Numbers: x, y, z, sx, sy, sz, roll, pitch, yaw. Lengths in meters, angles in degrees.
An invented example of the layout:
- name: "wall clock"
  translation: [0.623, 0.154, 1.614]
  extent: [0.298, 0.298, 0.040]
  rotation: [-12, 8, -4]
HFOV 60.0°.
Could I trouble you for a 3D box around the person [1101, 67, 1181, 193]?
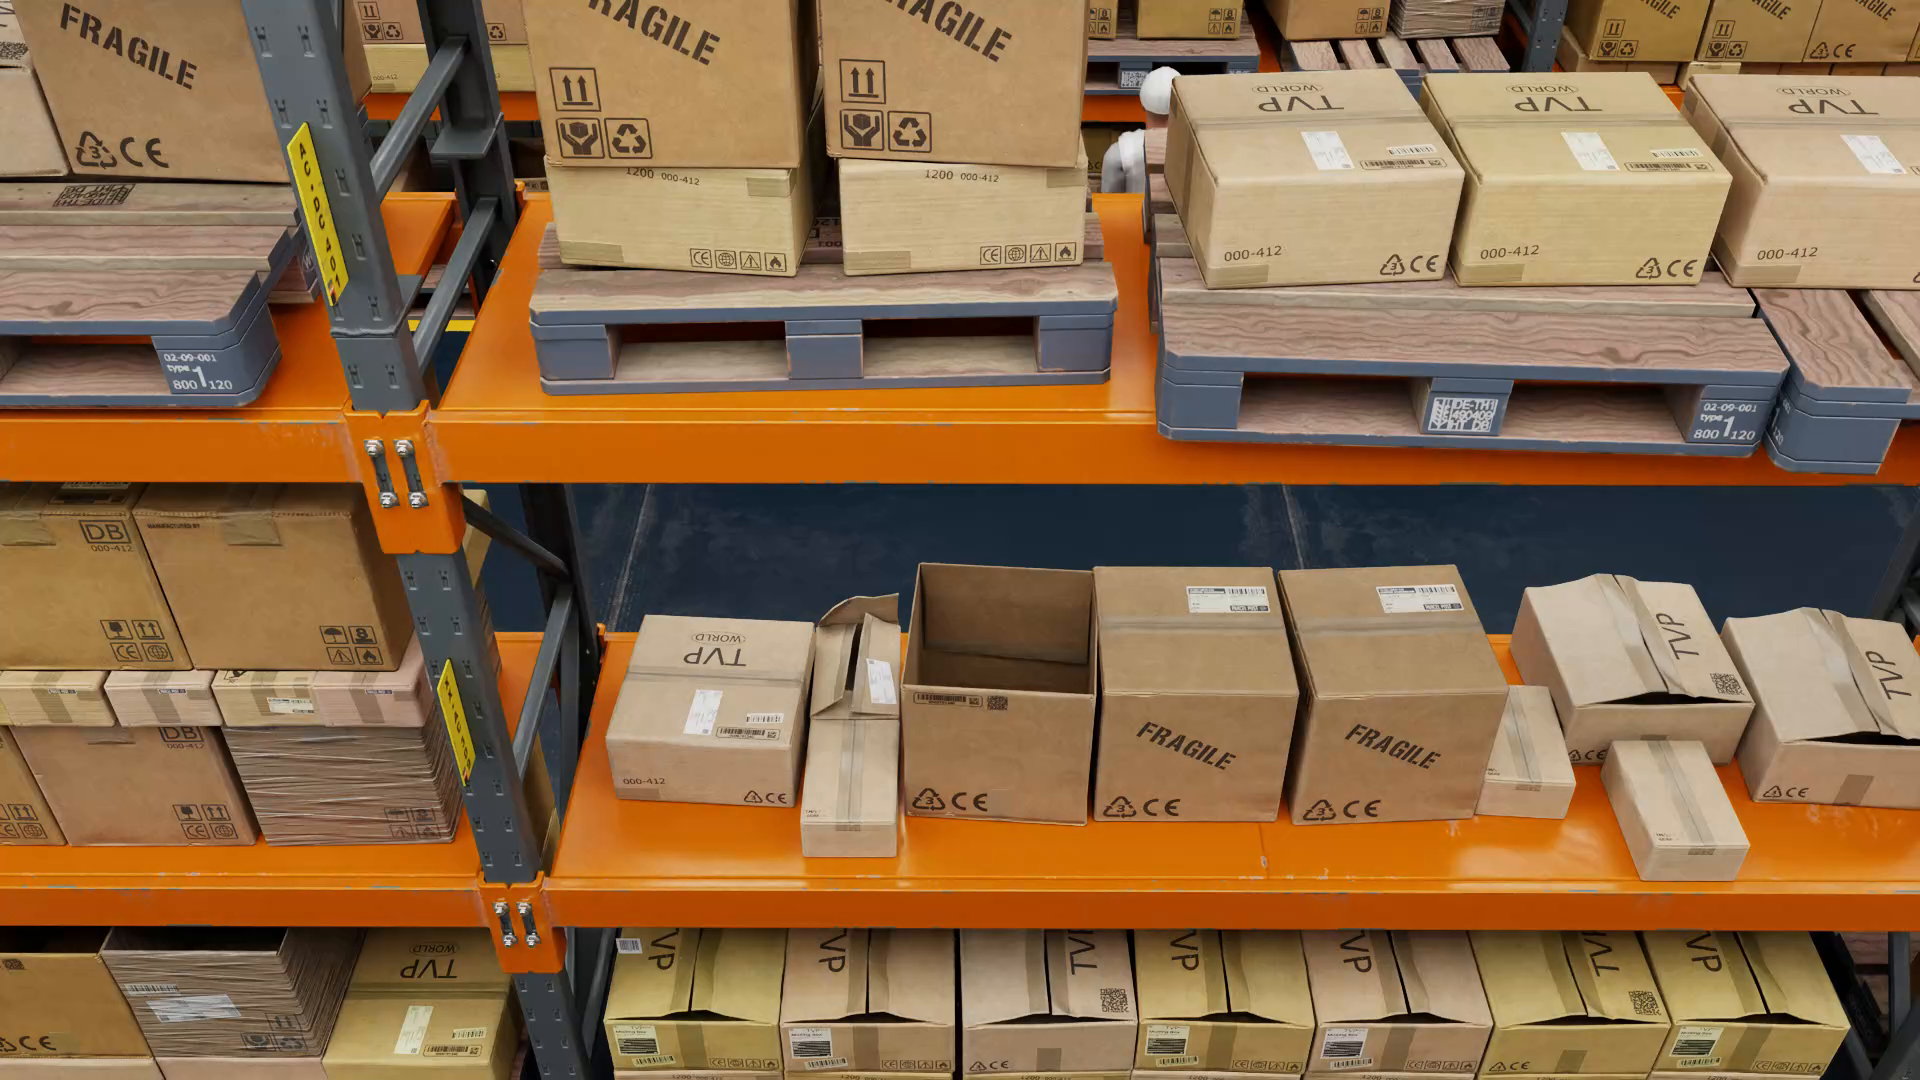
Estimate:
- name: "person"
  translation: [0.898, -1.389, 7.835]
  extent: [0.526, 1.794, 0.386]
  rotation: [-2, 39, -2]
